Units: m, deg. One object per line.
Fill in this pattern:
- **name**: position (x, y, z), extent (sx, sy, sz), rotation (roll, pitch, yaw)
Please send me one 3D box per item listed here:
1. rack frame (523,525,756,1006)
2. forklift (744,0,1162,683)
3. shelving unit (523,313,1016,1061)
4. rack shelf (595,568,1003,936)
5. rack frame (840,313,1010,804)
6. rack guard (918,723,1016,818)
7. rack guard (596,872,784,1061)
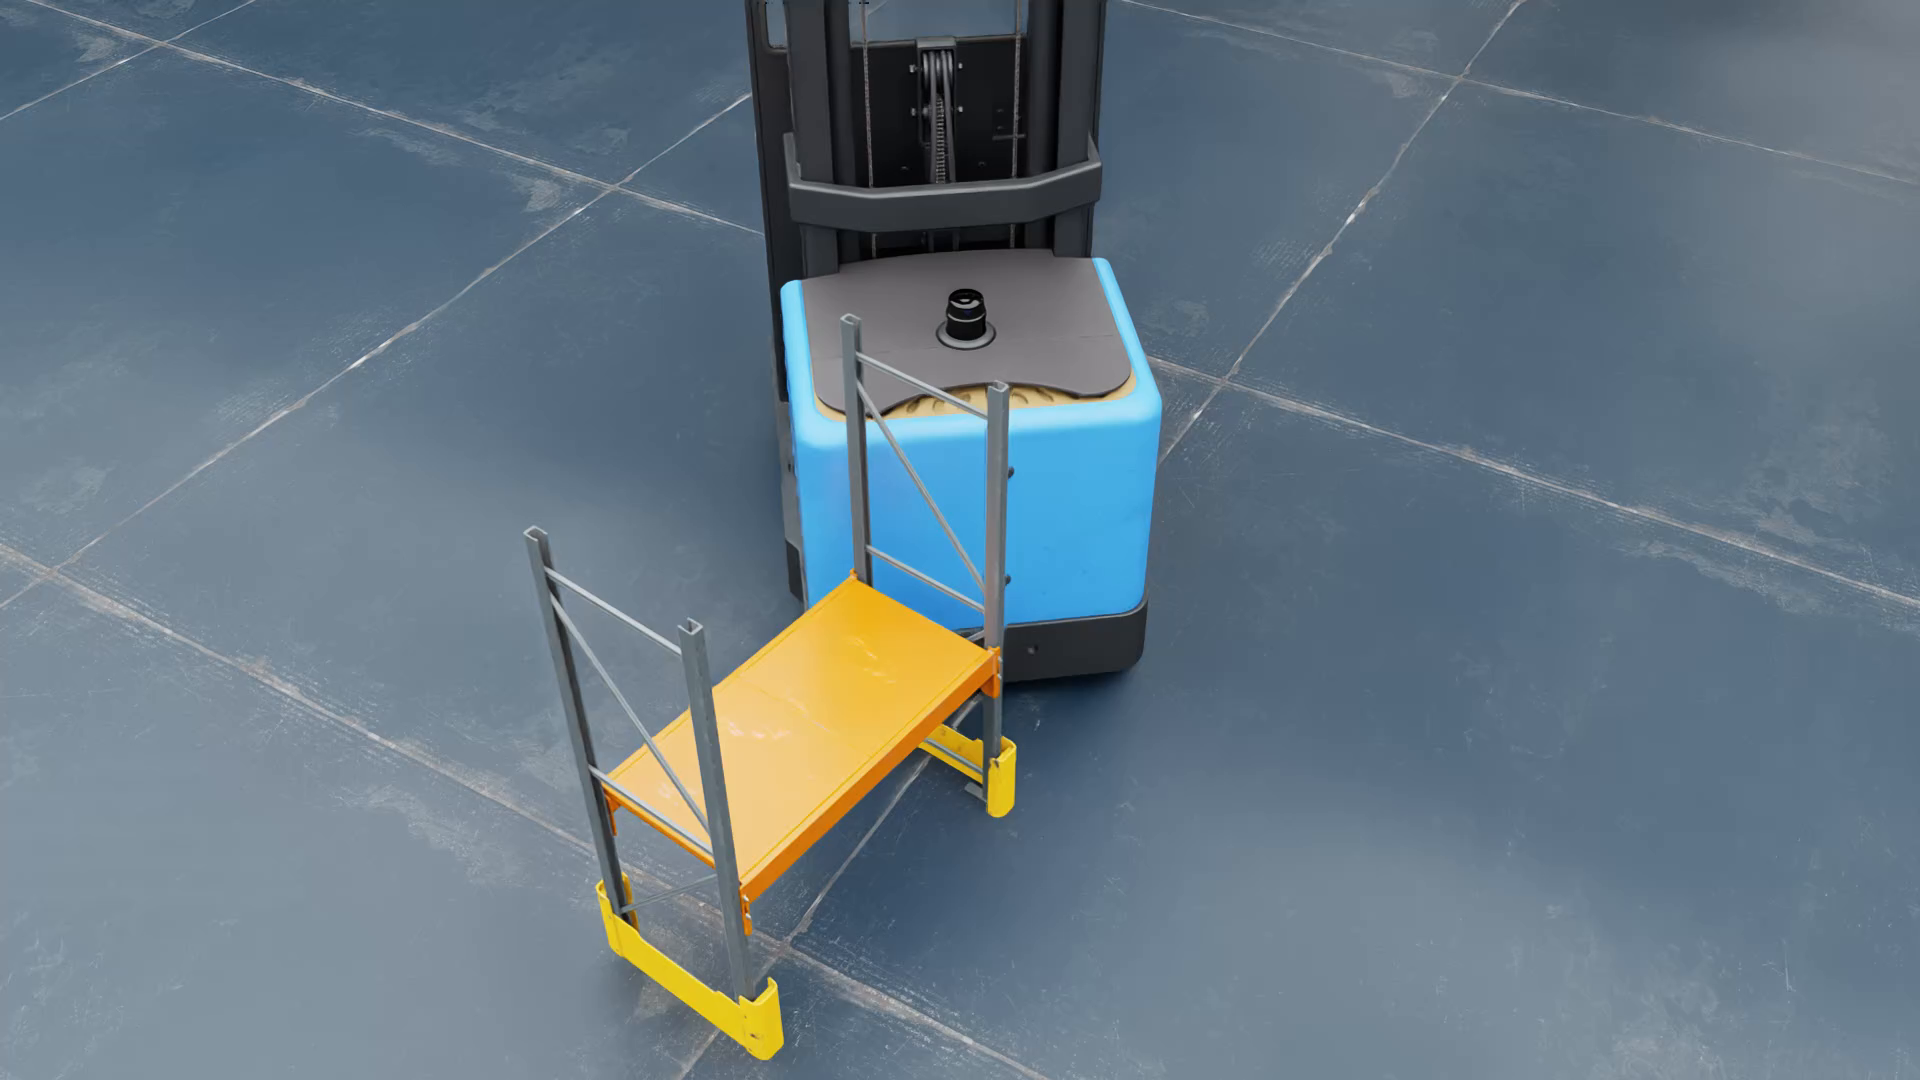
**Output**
- **rack frame**: position (-0.714, 0.641, 3.888), extent (0.500, 1.500, 0.032), rotation (27, 48, 27)
- **forklift**: position (-0.137, -1.590, 5.338), extent (1.130, 2.935, 3.031), rotation (-5, 42, -6)
- **shelving unit**: position (-0.396, 0.371, 4.194), extent (0.587, 1.500, 1.083), rotation (27, 48, 27)
- **rack shelf**: position (-0.402, 0.510, 4.308), extent (0.538, 0.185, 1.000), rotation (27, 48, 27)
- **rack frame**: position (-0.090, 0.110, 4.490), extent (0.500, 1.500, 0.032), rotation (27, 48, 27)
- **rack guard**: position (-0.090, 0.580, 4.902), extent (0.587, 0.250, 0.087), rotation (27, 48, 27)
- **rack guard**: position (-0.702, 1.099, 4.312), extent (0.587, 0.250, 0.087), rotation (27, 48, 27)
